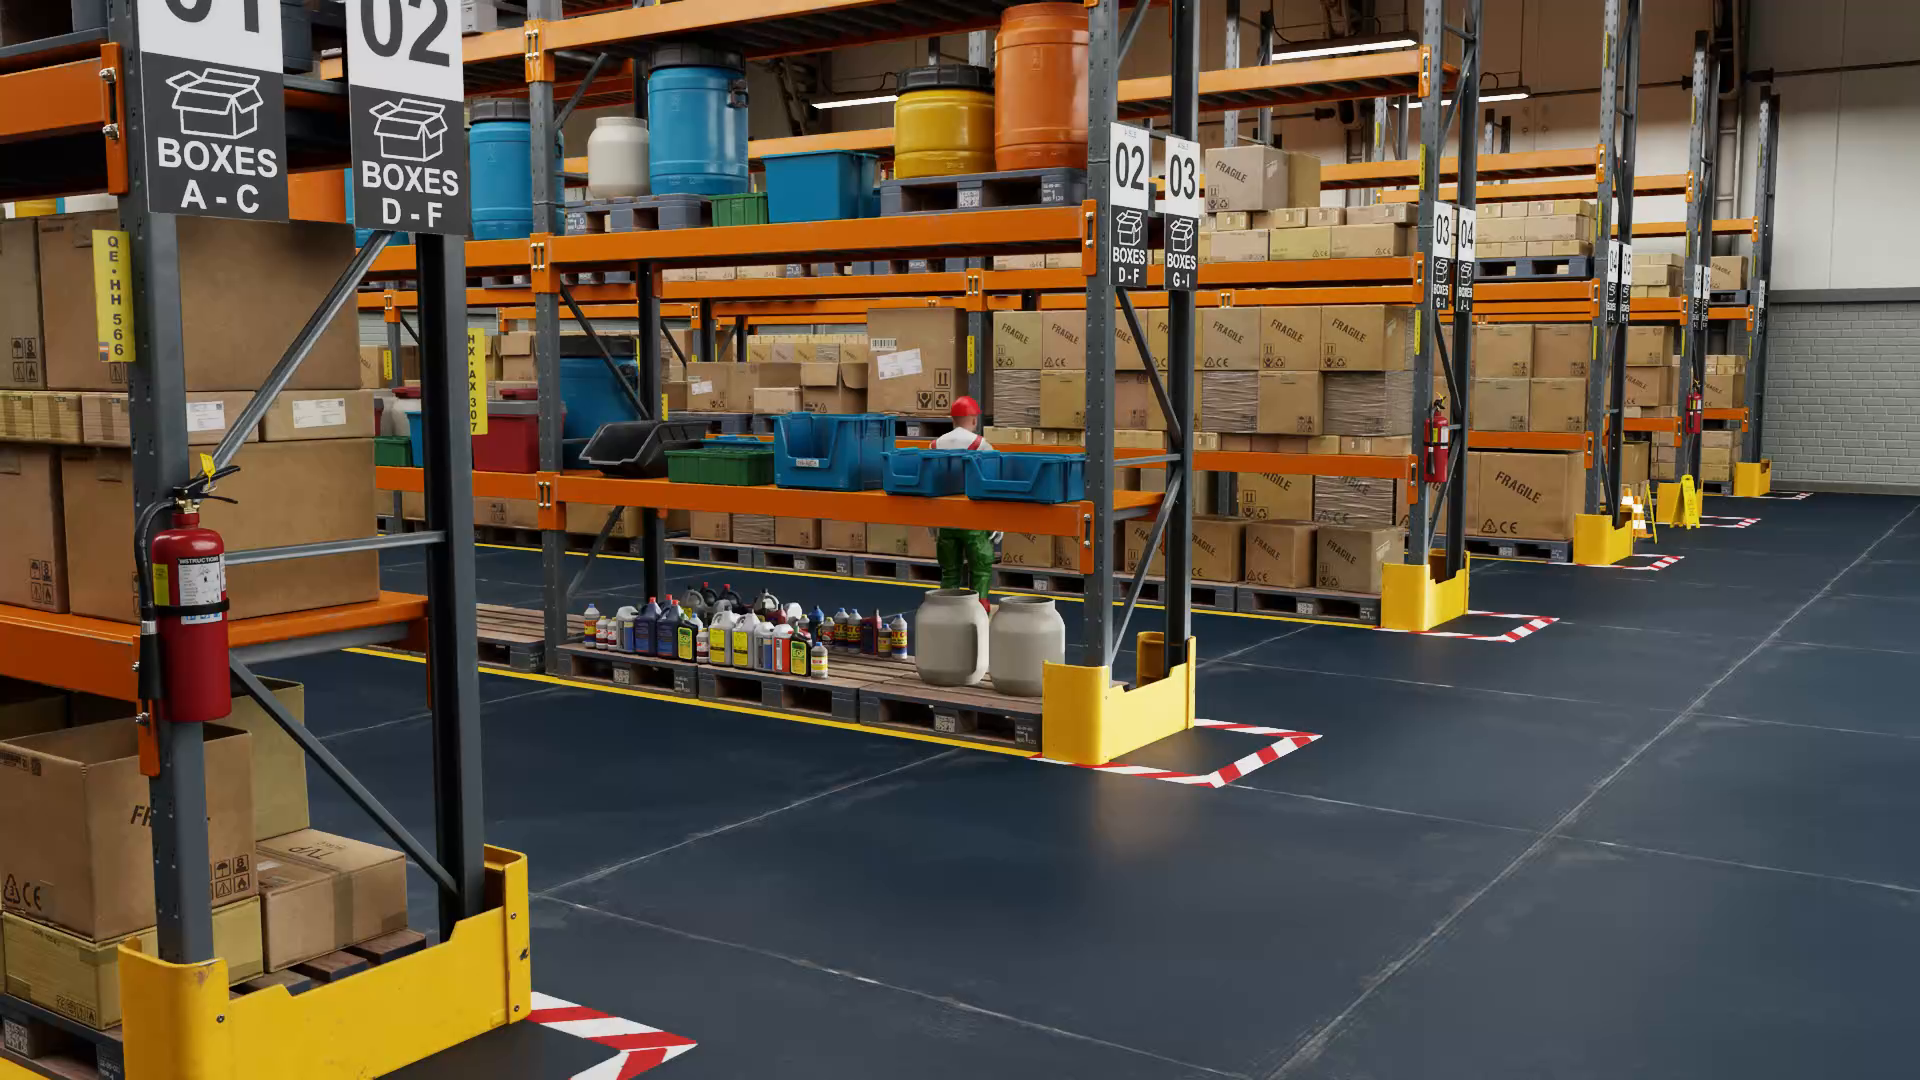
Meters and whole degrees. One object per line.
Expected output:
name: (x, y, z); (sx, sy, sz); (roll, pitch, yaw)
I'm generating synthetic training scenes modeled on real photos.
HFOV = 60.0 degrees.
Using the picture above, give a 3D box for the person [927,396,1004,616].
person: (0.026, -0.132, 11.858); (0.621, 1.781, 0.445); (4, 7, 31)
